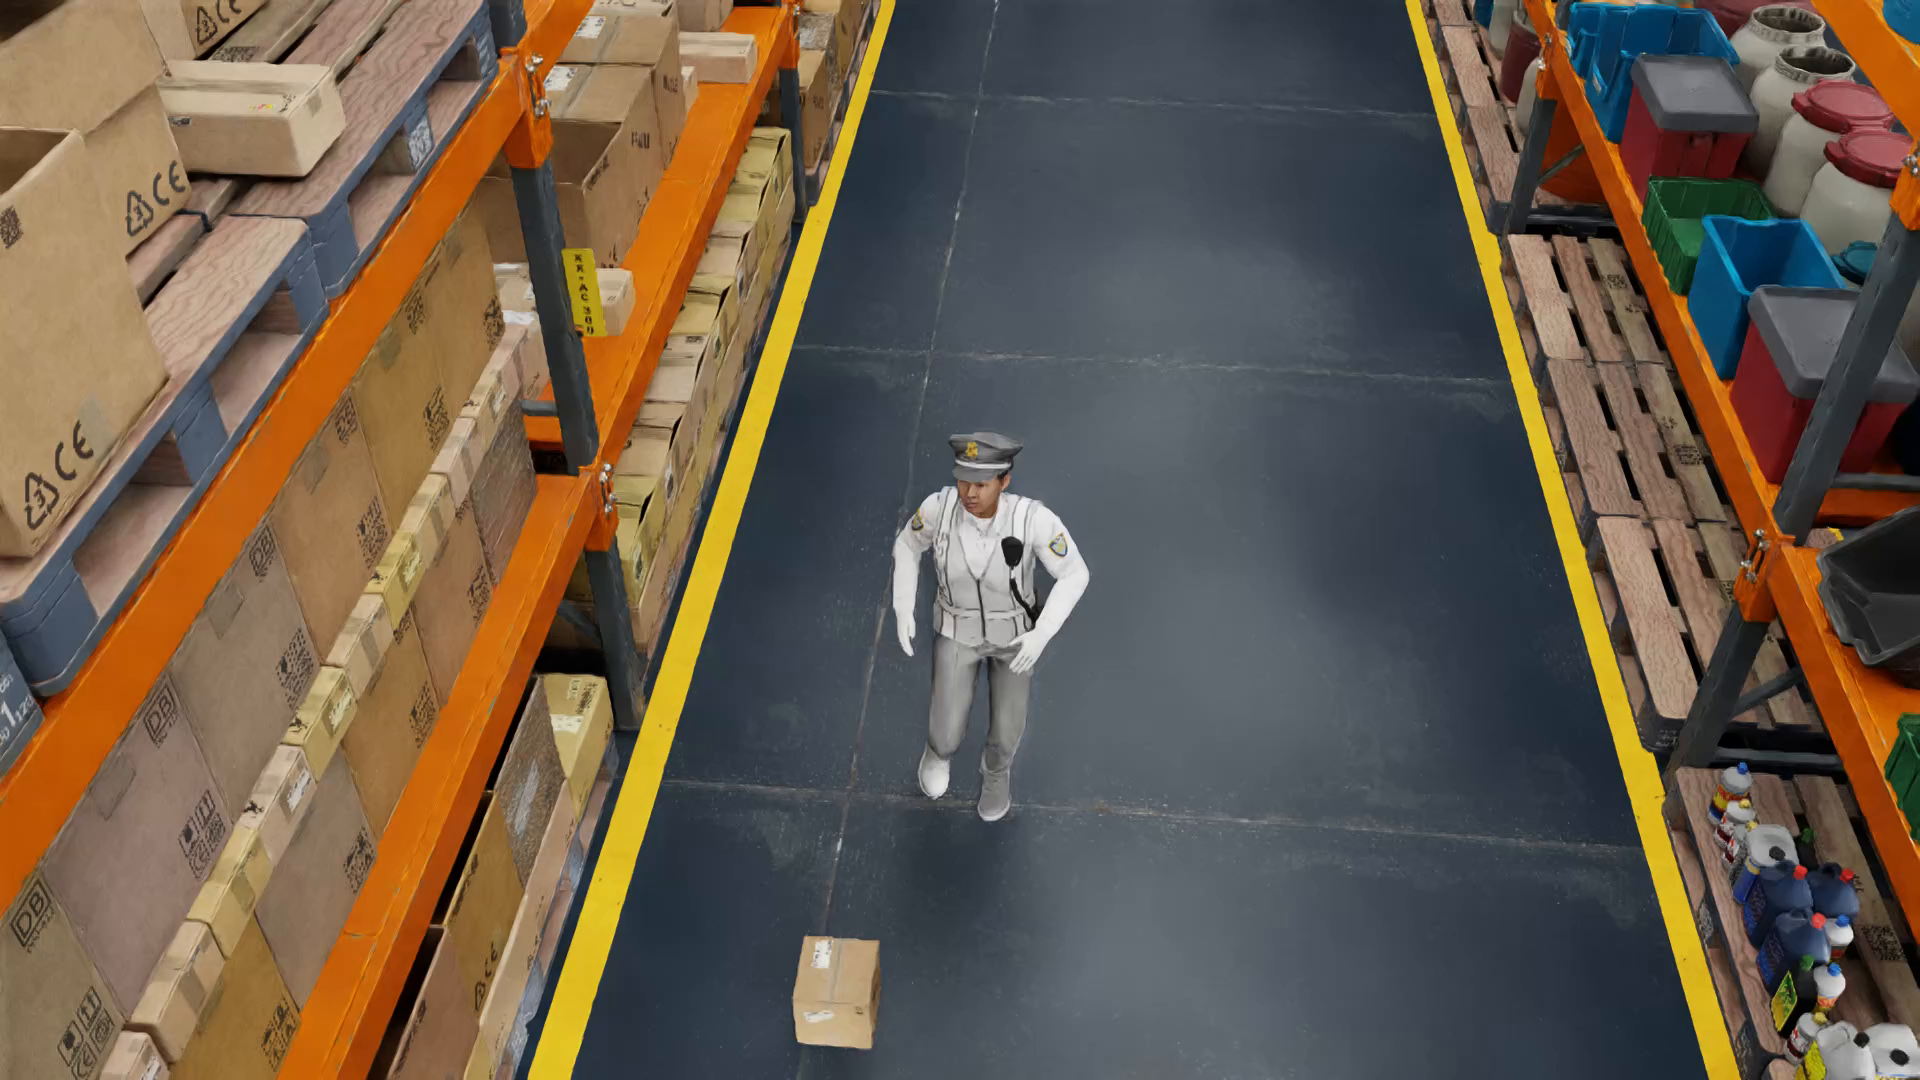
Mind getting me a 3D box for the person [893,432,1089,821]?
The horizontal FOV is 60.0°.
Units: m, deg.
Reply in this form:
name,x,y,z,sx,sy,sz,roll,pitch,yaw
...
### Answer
name,x,y,z,sx,sy,sz,roll,pitch,yaw
person,0.098,0.341,5.762,0.672,1.661,0.502,2,40,2
